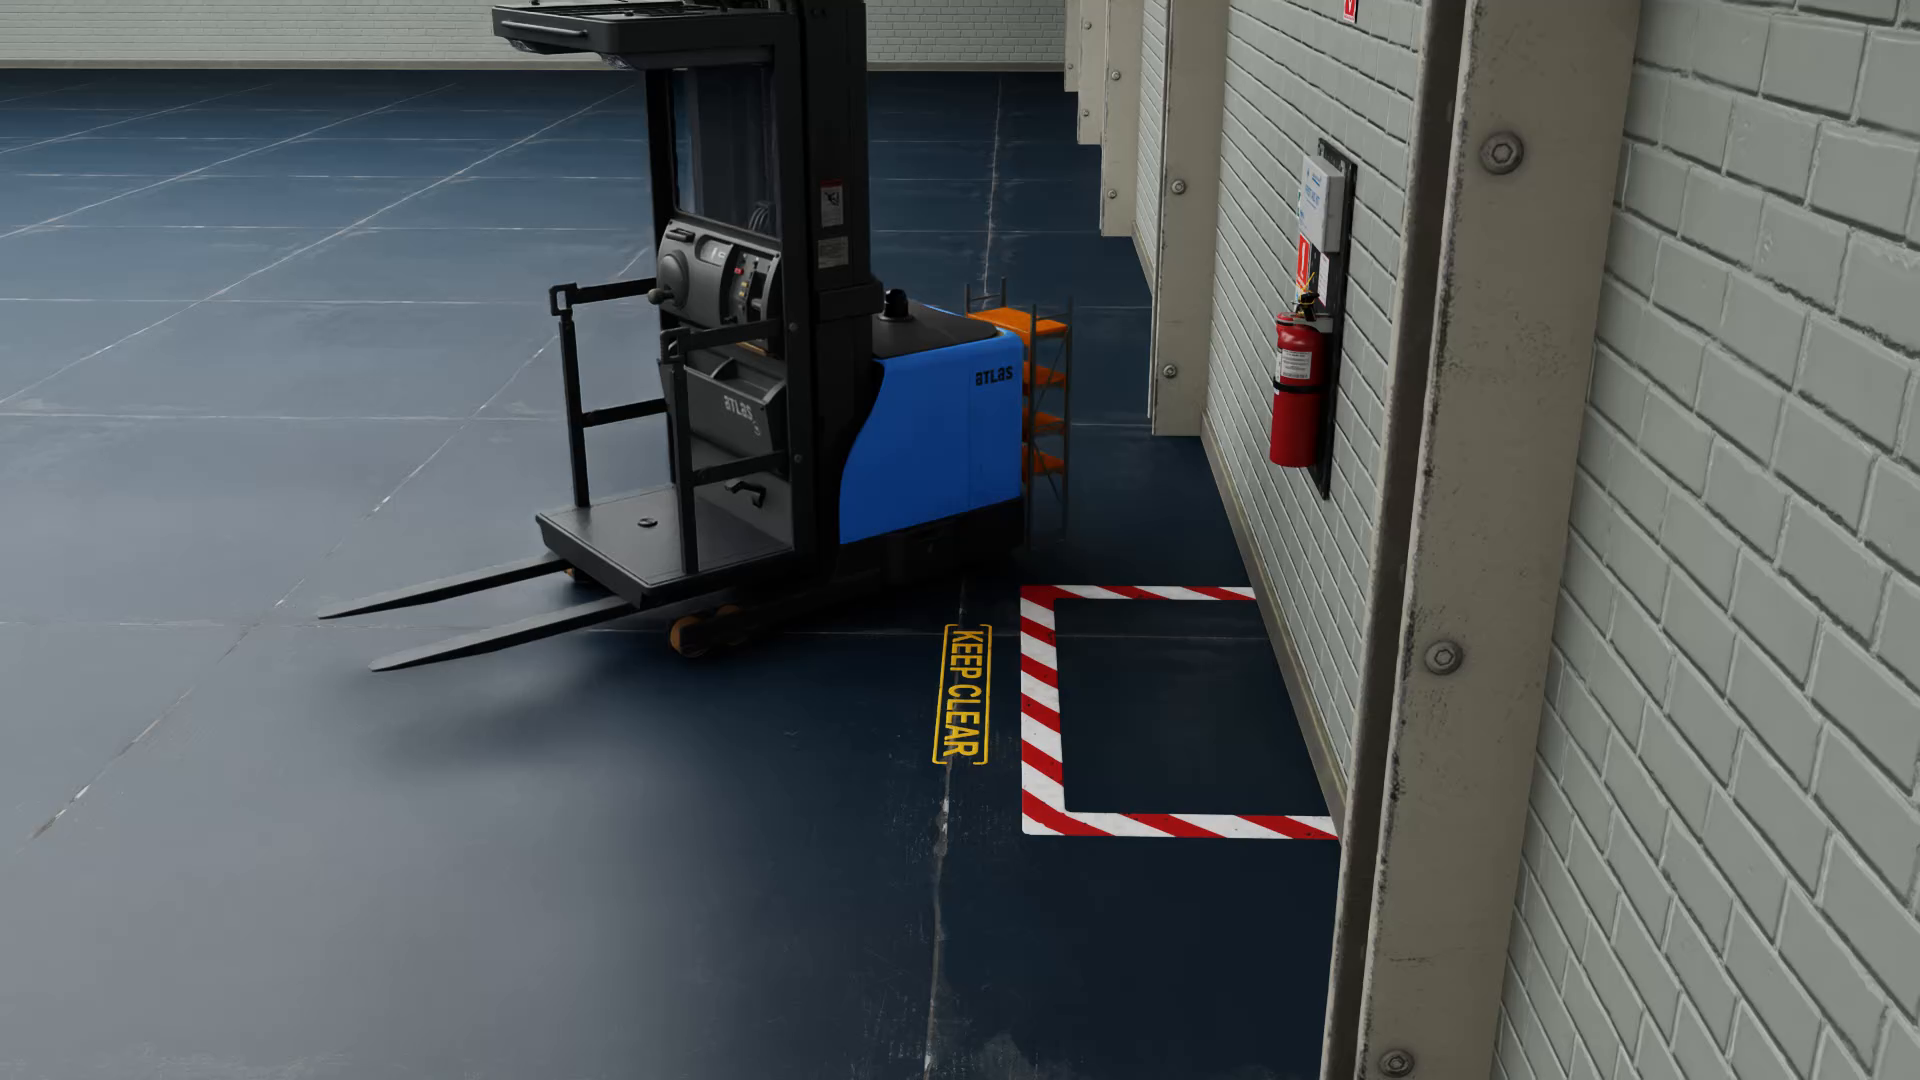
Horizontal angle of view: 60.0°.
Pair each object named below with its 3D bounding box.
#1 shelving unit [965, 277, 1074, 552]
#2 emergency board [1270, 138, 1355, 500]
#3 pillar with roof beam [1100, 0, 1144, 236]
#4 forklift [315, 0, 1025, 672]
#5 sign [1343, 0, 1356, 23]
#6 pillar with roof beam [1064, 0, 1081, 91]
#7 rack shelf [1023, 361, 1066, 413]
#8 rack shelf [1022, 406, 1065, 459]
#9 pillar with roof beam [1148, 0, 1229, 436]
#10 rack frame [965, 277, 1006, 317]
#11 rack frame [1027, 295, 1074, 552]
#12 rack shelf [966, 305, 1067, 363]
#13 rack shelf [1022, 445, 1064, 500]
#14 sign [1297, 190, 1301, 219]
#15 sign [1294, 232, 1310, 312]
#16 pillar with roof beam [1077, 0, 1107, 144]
[{"bbox_3d":[0.269,-0.602,7.920,0.258,1.200,0.503,-15,26,-35],"label":"shelving unit"},{"bbox_3d":[1.203,-0.795,5.932,0.194,1.169,0.643,1,21,2],"label":"emergency board"},{"bbox_3d":[-2.849,-7.085,13.850,9.100,9.000,0.400,1,21,2],"label":"pillar with roof beam"},{"bbox_3d":[-1.178,-1.102,6.817,3.031,2.935,1.130,-16,26,-35],"label":"forklift"},{"bbox_3d":[1.302,-1.878,5.518,0.001,0.298,0.199,1,21,2],"label":"sign"},{"bbox_3d":[-2.484,-11.424,25.032,9.100,9.000,0.400,1,21,2],"label":"pillar with roof beam"},{"bbox_3d":[0.269,-0.748,7.864,0.258,0.148,0.480,-15,26,-35],"label":"rack shelf"},{"bbox_3d":[0.269,-0.539,7.944,0.258,0.148,0.480,-15,26,-35],"label":"rack shelf"},{"bbox_3d":[-3.031,-4.916,8.259,9.100,9.000,0.400,1,21,2],"label":"pillar with roof beam"},{"bbox_3d":[0.120,-0.672,8.101,0.240,1.200,0.015,-15,26,-35],"label":"rack frame"},{"bbox_3d":[0.417,-0.532,7.740,0.240,1.200,0.015,-15,26,-35],"label":"rack frame"},{"bbox_3d":[0.270,-0.968,7.779,0.258,0.148,0.480,-15,26,-35],"label":"rack shelf"},{"bbox_3d":[0.268,-0.354,8.016,0.258,0.148,0.480,-15,26,-35],"label":"rack shelf"},{"bbox_3d":[1.313,-1.256,6.338,0.001,0.109,0.331,1,21,2],"label":"sign"},{"bbox_3d":[1.323,-1.011,6.438,0.001,0.329,0.234,1,21,2],"label":"sign"},{"bbox_3d":[-2.666,-9.255,19.441,9.100,9.000,0.400,1,21,2],"label":"pillar with roof beam"}]
